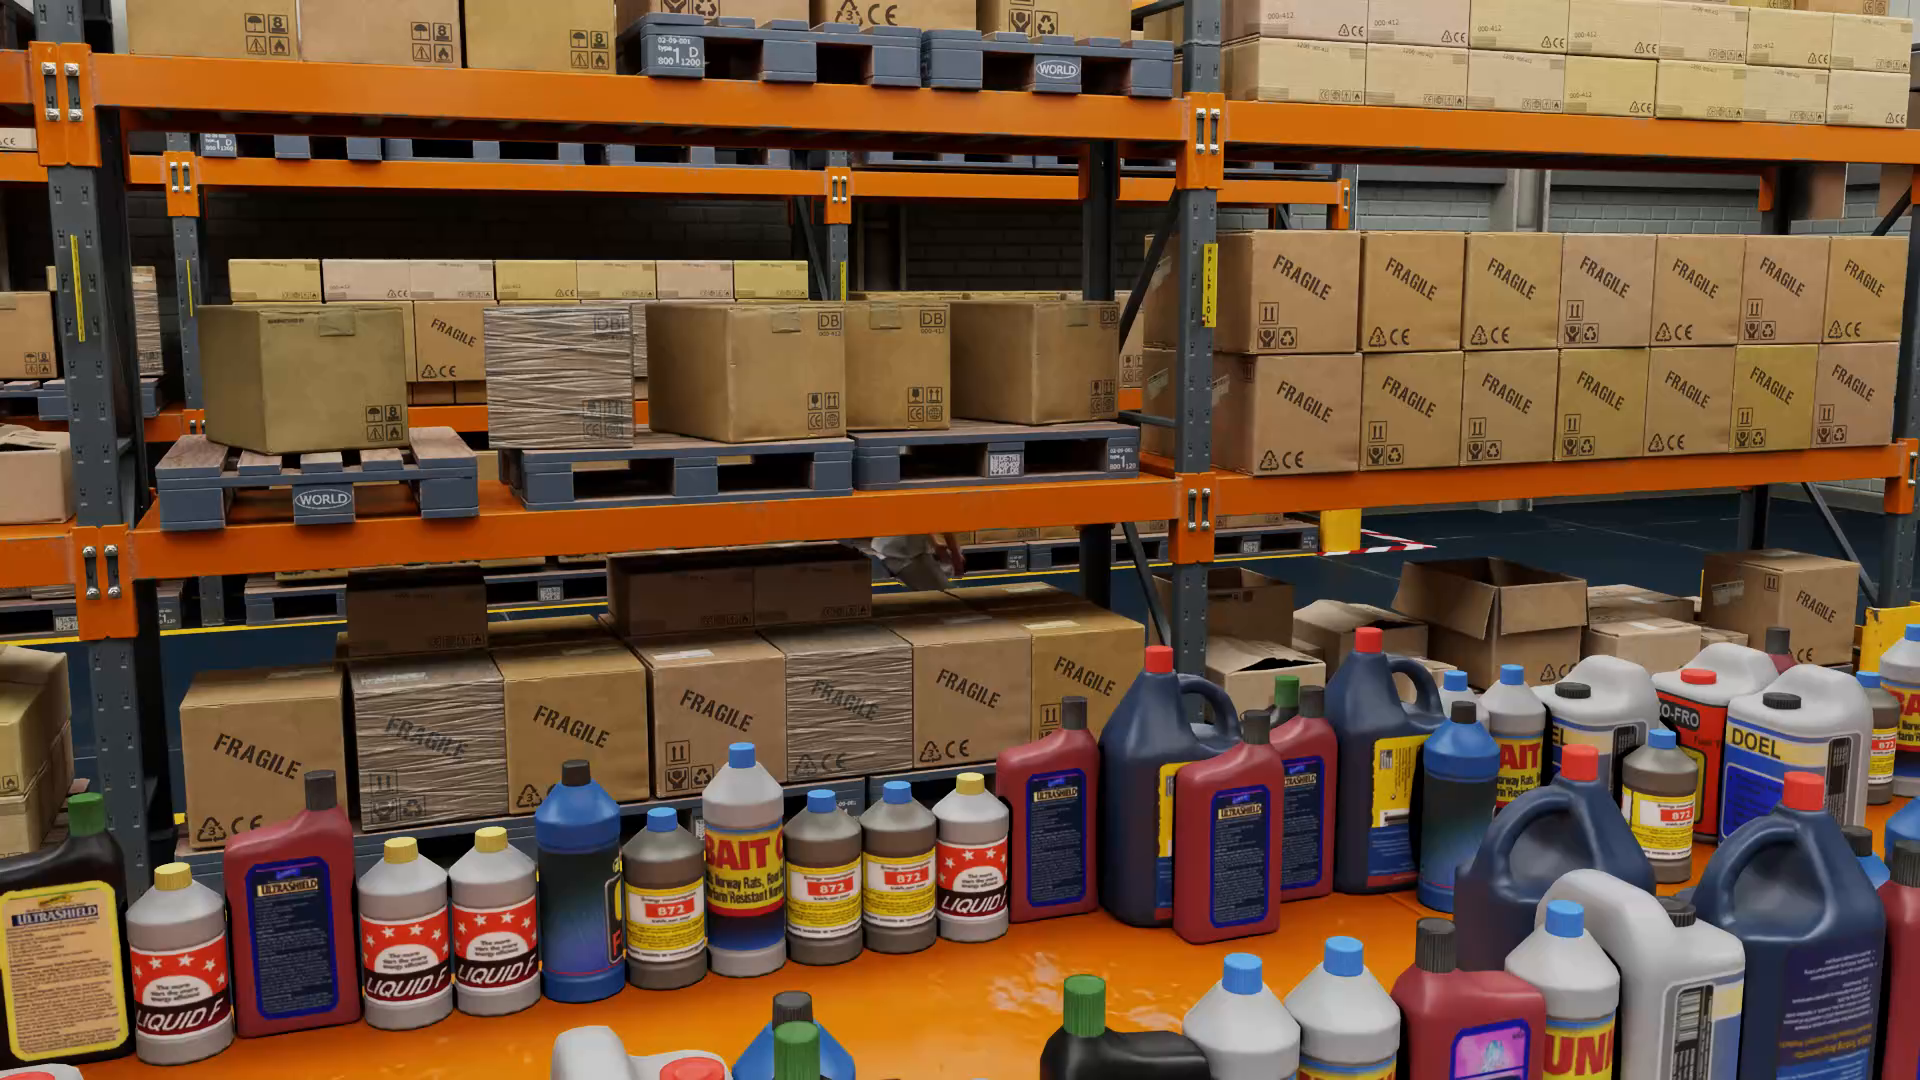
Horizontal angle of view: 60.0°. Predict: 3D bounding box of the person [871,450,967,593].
[{"bbox_3d":[-0.197,0.066,8.563,0.540,1.425,0.454,-3,10,-20],"label":"person"}]
